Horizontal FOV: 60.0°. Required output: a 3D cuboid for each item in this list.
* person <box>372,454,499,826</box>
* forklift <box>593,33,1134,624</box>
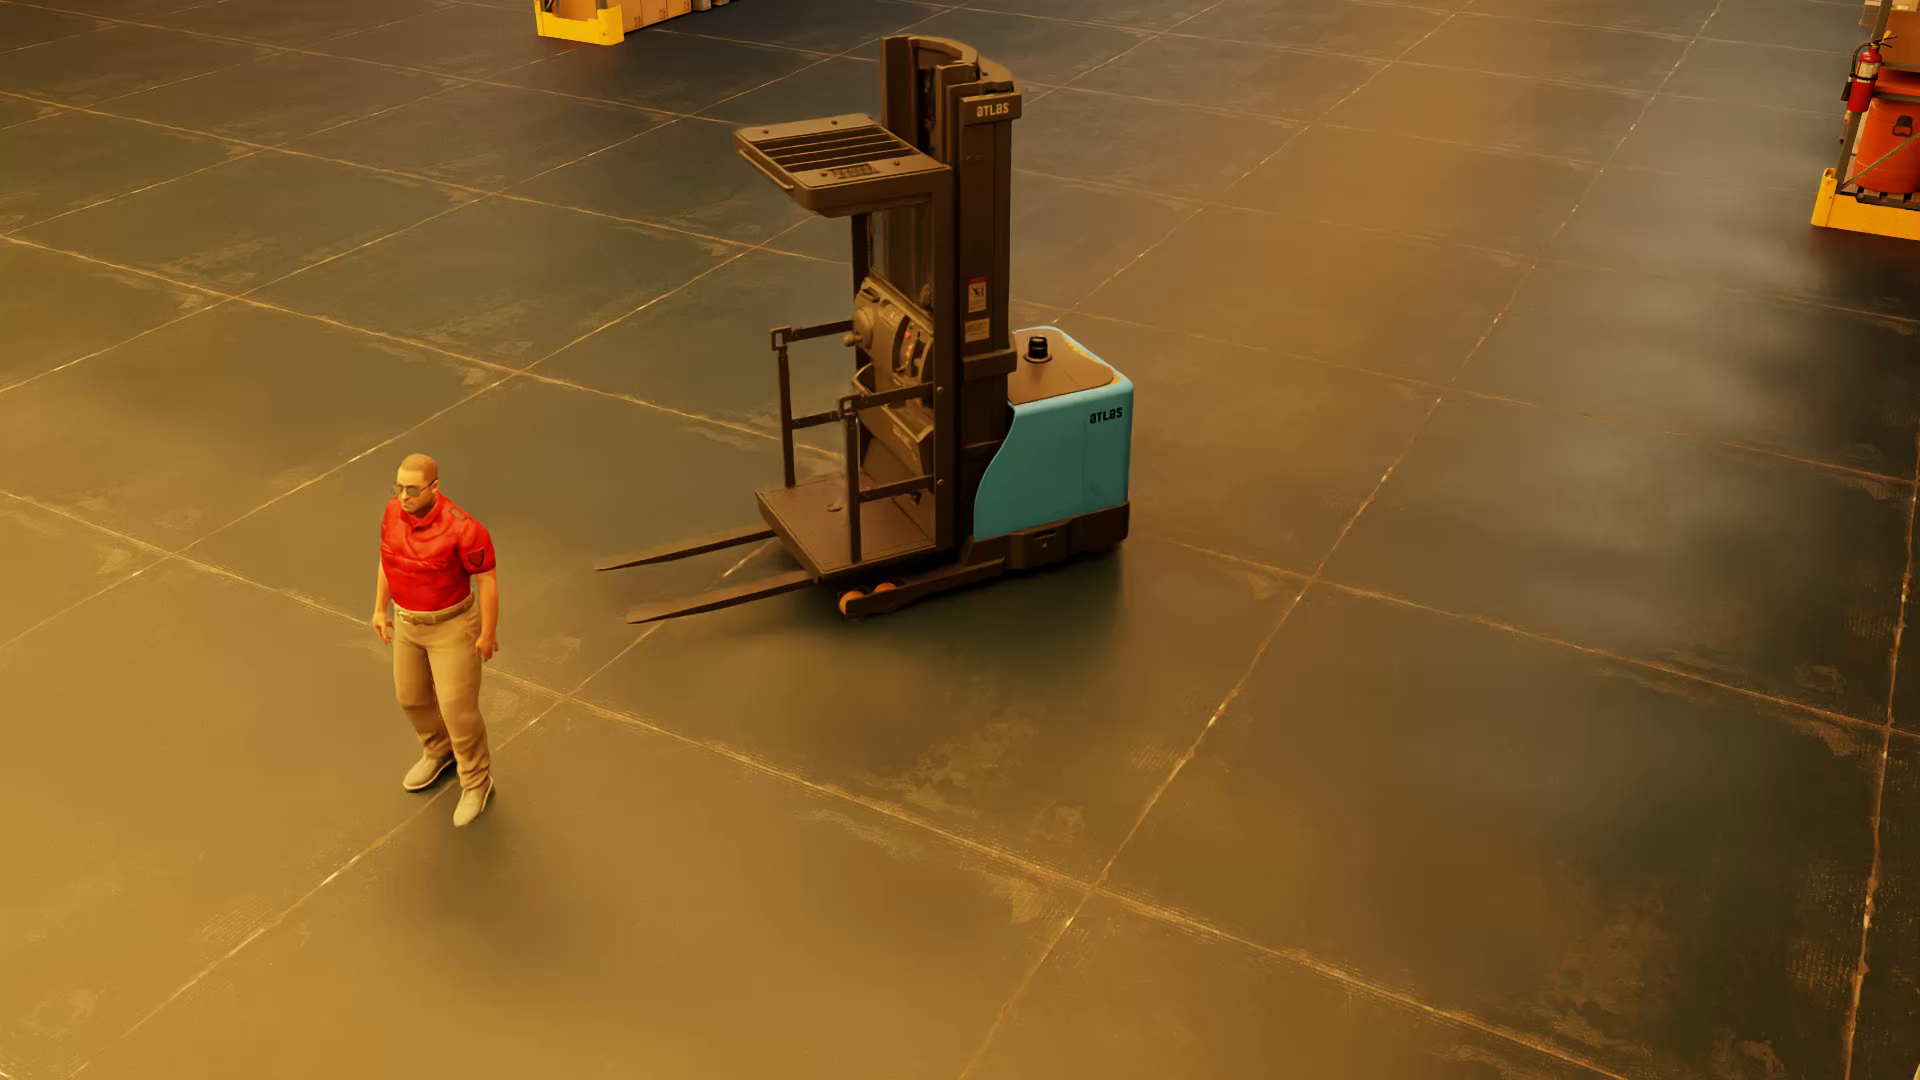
[{"bbox_3d":[-2.422,0.441,7.553,0.619,1.759,0.490,13,32,21],"label":"person"},{"bbox_3d":[-0.553,-1.122,9.015,3.031,2.935,1.130,-14,33,-23],"label":"forklift"}]
